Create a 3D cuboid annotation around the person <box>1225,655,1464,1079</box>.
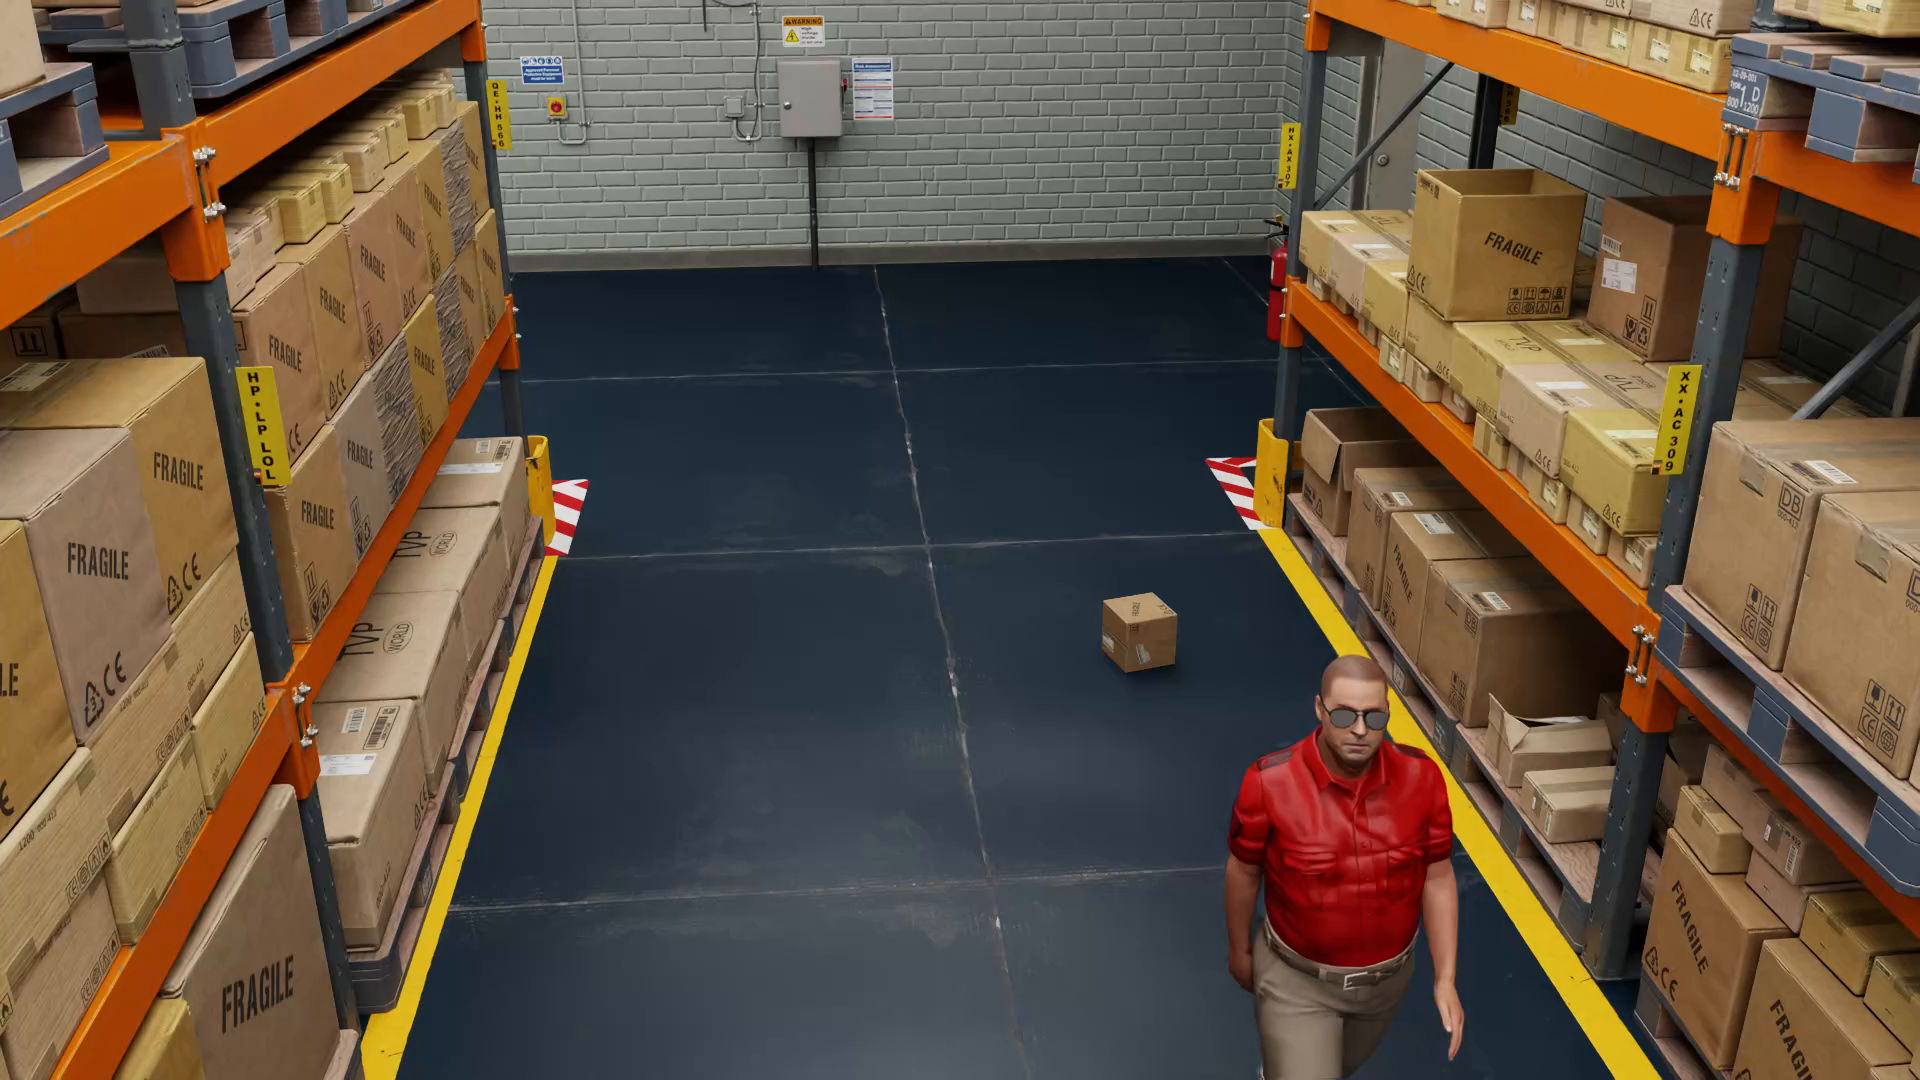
[{"bbox_3d":[0.959,1.079,4.146,0.536,1.670,1.049,-4,24,-10],"label":"person"}]
